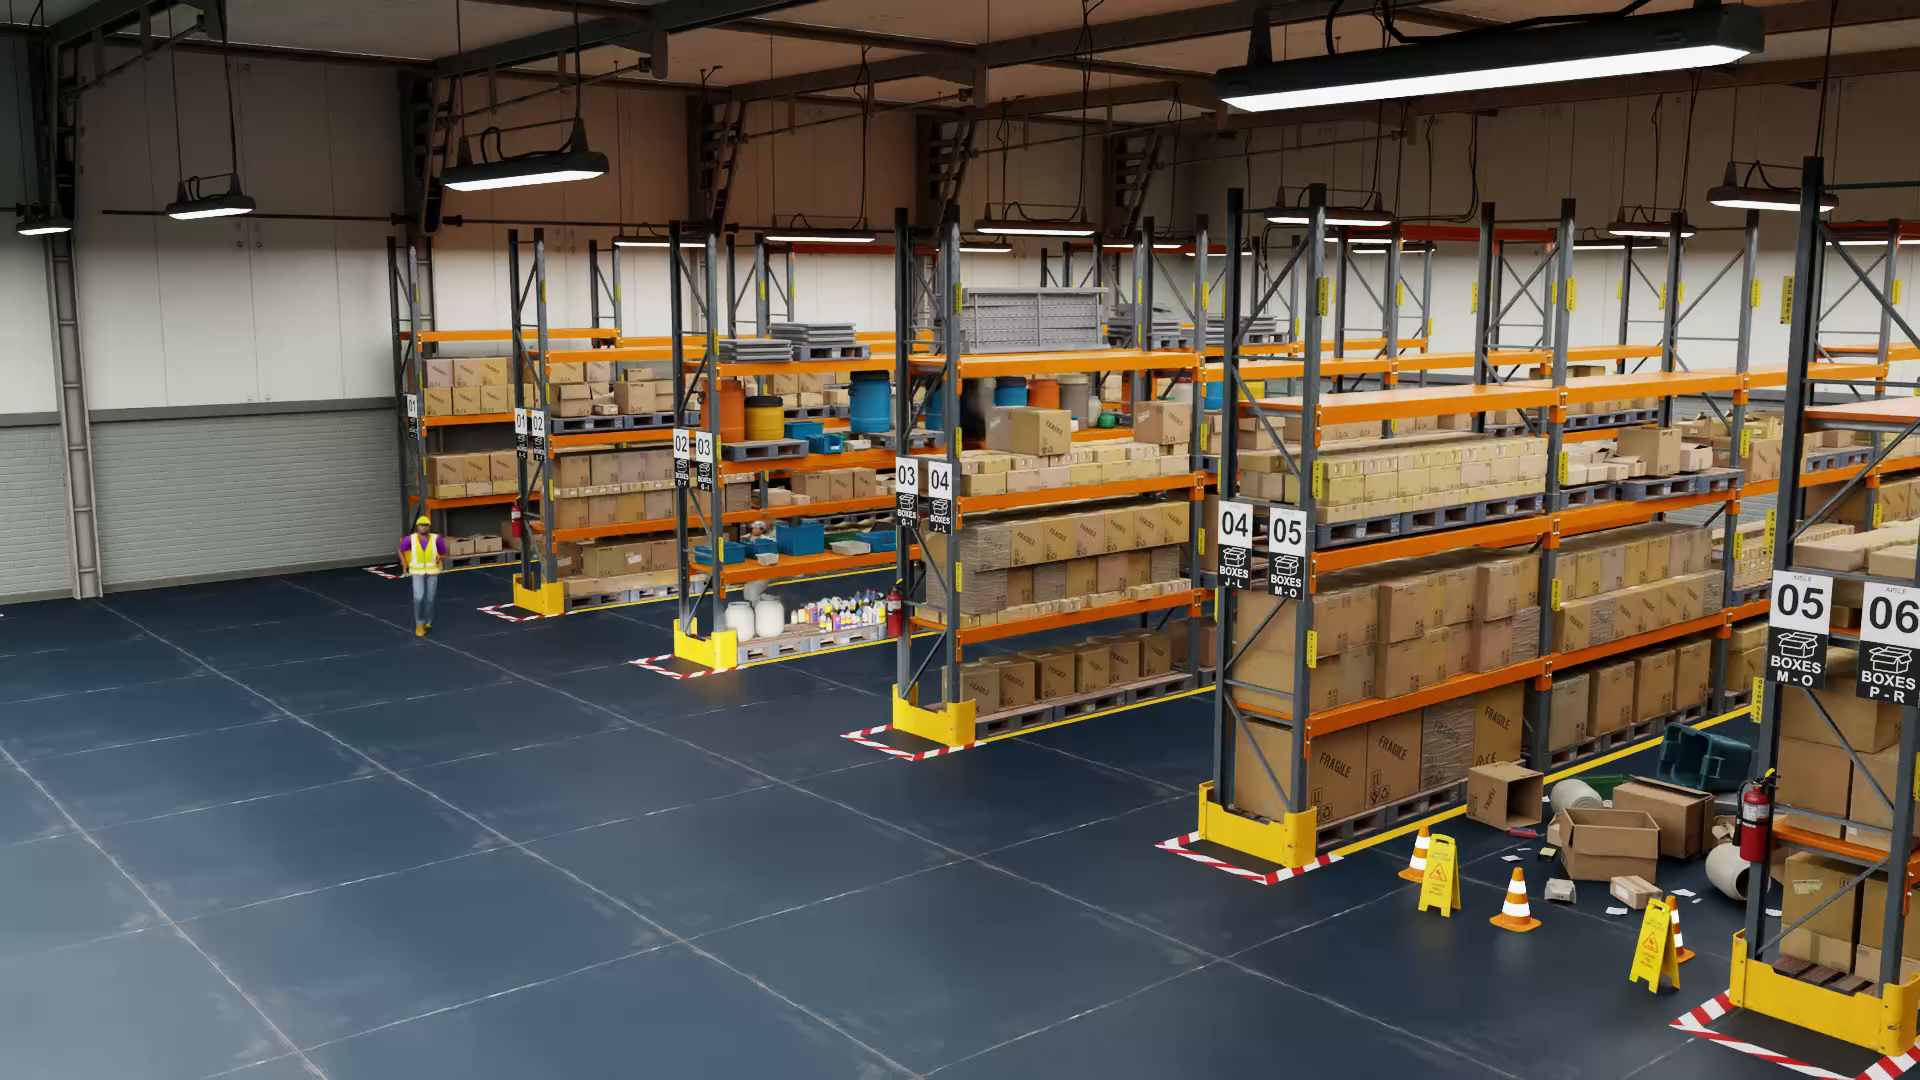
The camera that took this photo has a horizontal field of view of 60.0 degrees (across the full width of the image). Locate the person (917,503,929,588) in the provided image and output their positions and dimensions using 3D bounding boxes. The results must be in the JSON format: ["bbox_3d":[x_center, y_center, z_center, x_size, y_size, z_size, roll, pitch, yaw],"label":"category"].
[{"bbox_3d":[-0.583,0.035,28.242,0.562,1.618,0.561,-7,11,-39],"label":"person"}]

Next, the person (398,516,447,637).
[{"bbox_3d":[-7.916,0.536,24.601,0.673,1.802,0.736,-4,10,-24],"label":"person"}]

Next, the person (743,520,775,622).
[{"bbox_3d":[-3.005,0.506,25.254,0.599,1.633,0.616,-8,12,-43],"label":"person"}]
